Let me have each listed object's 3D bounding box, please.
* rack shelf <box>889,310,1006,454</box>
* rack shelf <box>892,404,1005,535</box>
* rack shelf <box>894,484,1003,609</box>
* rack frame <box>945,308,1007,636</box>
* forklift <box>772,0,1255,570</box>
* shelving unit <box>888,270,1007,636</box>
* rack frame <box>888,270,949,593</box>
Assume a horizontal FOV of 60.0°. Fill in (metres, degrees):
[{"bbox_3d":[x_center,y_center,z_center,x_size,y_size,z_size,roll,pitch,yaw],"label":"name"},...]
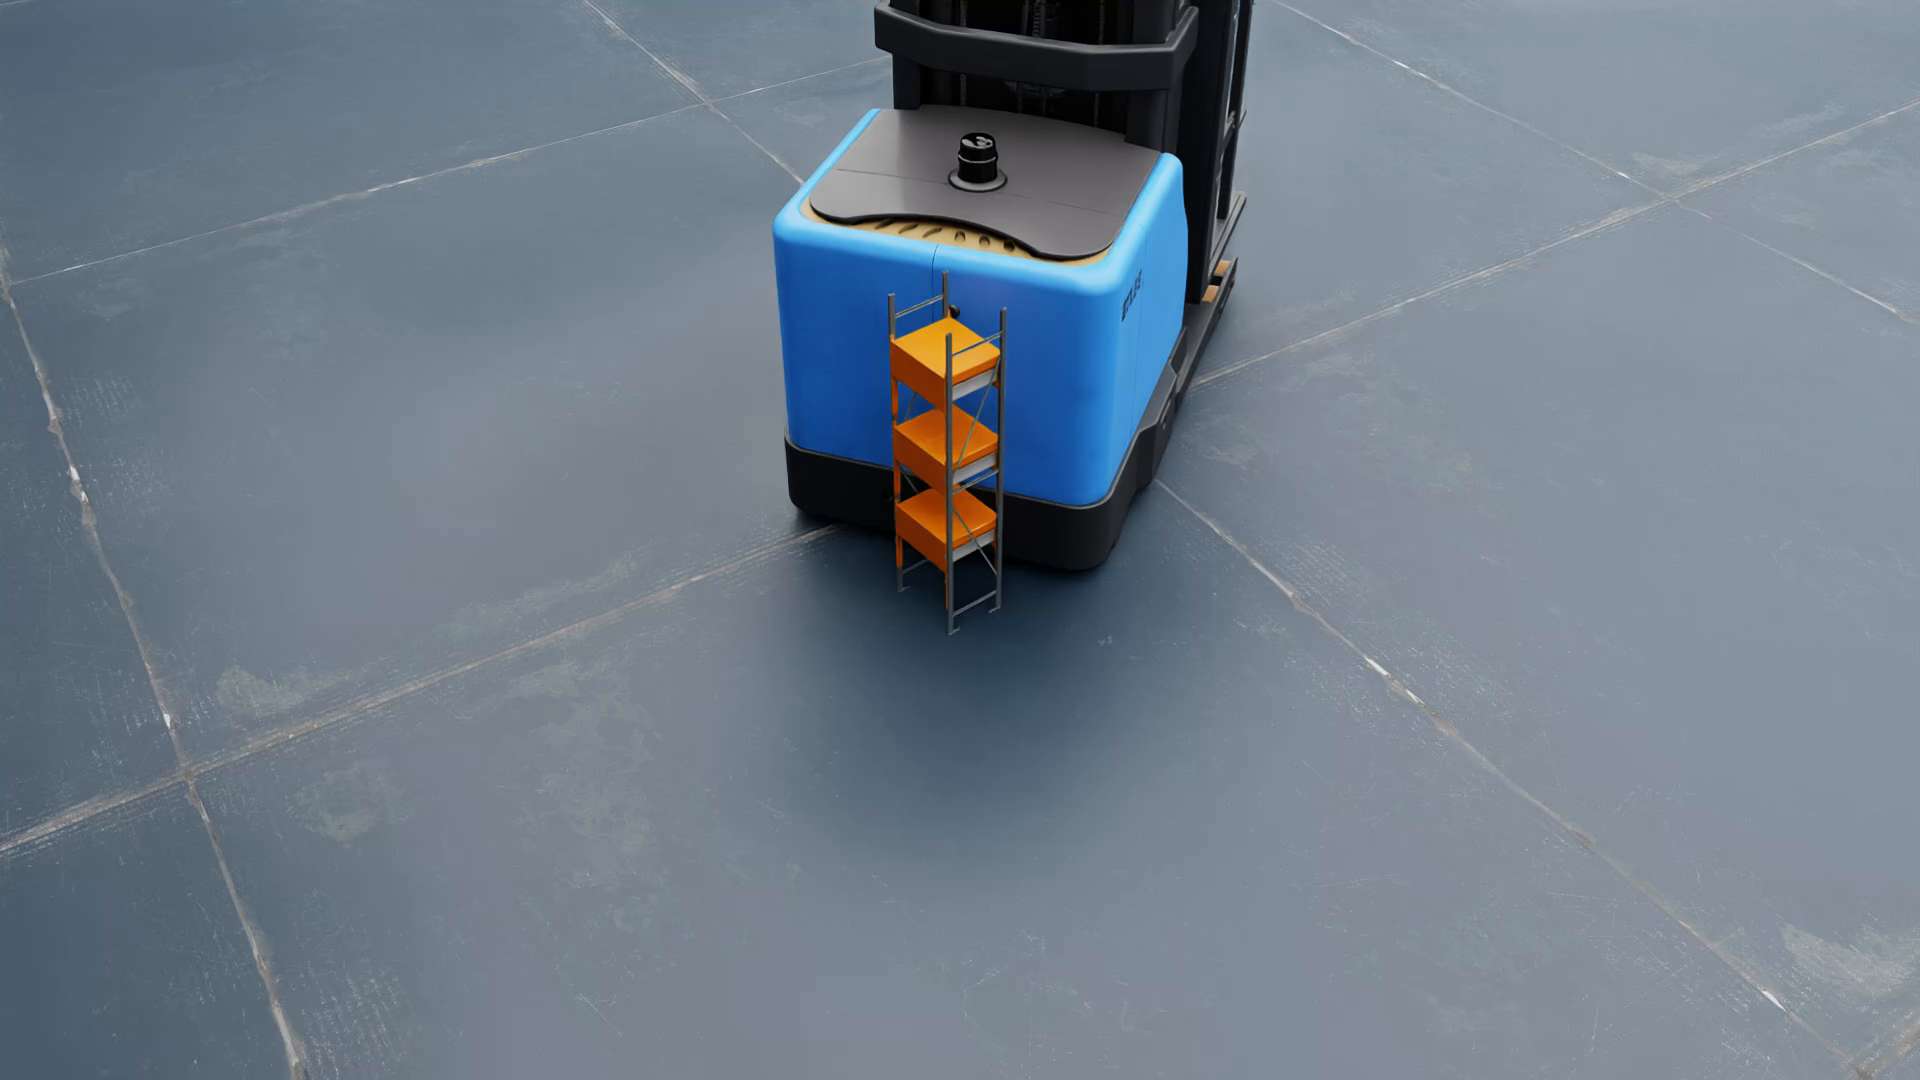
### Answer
[{"bbox_3d":[-0.034,-0.431,4.521,0.215,0.259,0.240,-27,47,-29],"label":"rack shelf"},{"bbox_3d":[-0.034,-0.213,4.702,0.215,0.259,0.240,-27,47,-29],"label":"rack shelf"},{"bbox_3d":[-0.034,0.000,4.880,0.215,0.259,0.240,-27,47,-29],"label":"rack shelf"},{"bbox_3d":[0.042,-0.161,4.623,0.200,1.050,0.008,-27,47,-29],"label":"rack frame"},{"bbox_3d":[0.415,-1.986,5.344,1.130,2.935,3.031,12,41,15],"label":"forklift"},{"bbox_3d":[-0.034,-0.221,4.696,0.215,1.050,0.252,-27,47,-29],"label":"shelving unit"},{"bbox_3d":[-0.111,-0.282,4.769,0.200,1.050,0.008,-27,47,-29],"label":"rack frame"}]
